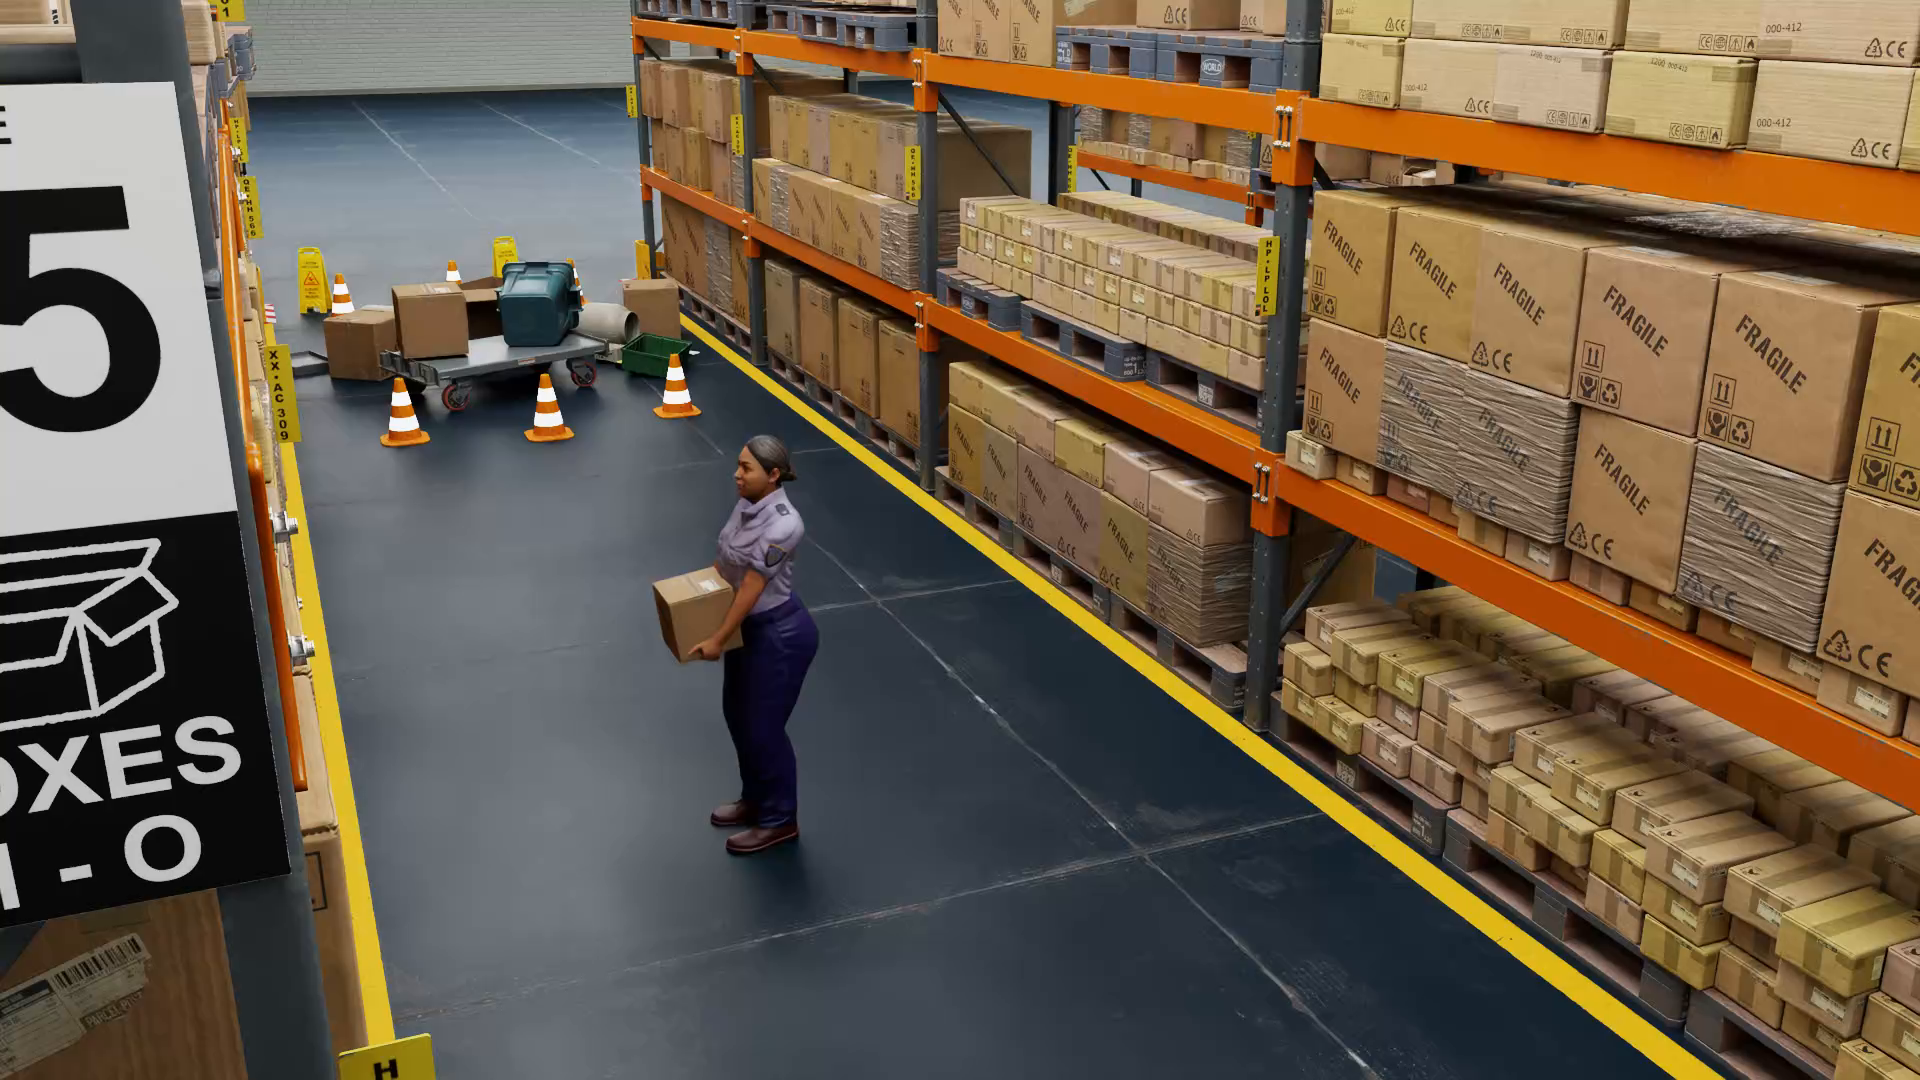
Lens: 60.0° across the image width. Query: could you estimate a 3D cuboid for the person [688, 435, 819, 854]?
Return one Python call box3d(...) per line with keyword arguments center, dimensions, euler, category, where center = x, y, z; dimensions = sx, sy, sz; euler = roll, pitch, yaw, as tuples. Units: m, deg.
box3d(center=(-0.825, 0.400, 6.440), dimensions=(0.528, 1.647, 0.435), euler=(-8, 21, -23), category="person")
